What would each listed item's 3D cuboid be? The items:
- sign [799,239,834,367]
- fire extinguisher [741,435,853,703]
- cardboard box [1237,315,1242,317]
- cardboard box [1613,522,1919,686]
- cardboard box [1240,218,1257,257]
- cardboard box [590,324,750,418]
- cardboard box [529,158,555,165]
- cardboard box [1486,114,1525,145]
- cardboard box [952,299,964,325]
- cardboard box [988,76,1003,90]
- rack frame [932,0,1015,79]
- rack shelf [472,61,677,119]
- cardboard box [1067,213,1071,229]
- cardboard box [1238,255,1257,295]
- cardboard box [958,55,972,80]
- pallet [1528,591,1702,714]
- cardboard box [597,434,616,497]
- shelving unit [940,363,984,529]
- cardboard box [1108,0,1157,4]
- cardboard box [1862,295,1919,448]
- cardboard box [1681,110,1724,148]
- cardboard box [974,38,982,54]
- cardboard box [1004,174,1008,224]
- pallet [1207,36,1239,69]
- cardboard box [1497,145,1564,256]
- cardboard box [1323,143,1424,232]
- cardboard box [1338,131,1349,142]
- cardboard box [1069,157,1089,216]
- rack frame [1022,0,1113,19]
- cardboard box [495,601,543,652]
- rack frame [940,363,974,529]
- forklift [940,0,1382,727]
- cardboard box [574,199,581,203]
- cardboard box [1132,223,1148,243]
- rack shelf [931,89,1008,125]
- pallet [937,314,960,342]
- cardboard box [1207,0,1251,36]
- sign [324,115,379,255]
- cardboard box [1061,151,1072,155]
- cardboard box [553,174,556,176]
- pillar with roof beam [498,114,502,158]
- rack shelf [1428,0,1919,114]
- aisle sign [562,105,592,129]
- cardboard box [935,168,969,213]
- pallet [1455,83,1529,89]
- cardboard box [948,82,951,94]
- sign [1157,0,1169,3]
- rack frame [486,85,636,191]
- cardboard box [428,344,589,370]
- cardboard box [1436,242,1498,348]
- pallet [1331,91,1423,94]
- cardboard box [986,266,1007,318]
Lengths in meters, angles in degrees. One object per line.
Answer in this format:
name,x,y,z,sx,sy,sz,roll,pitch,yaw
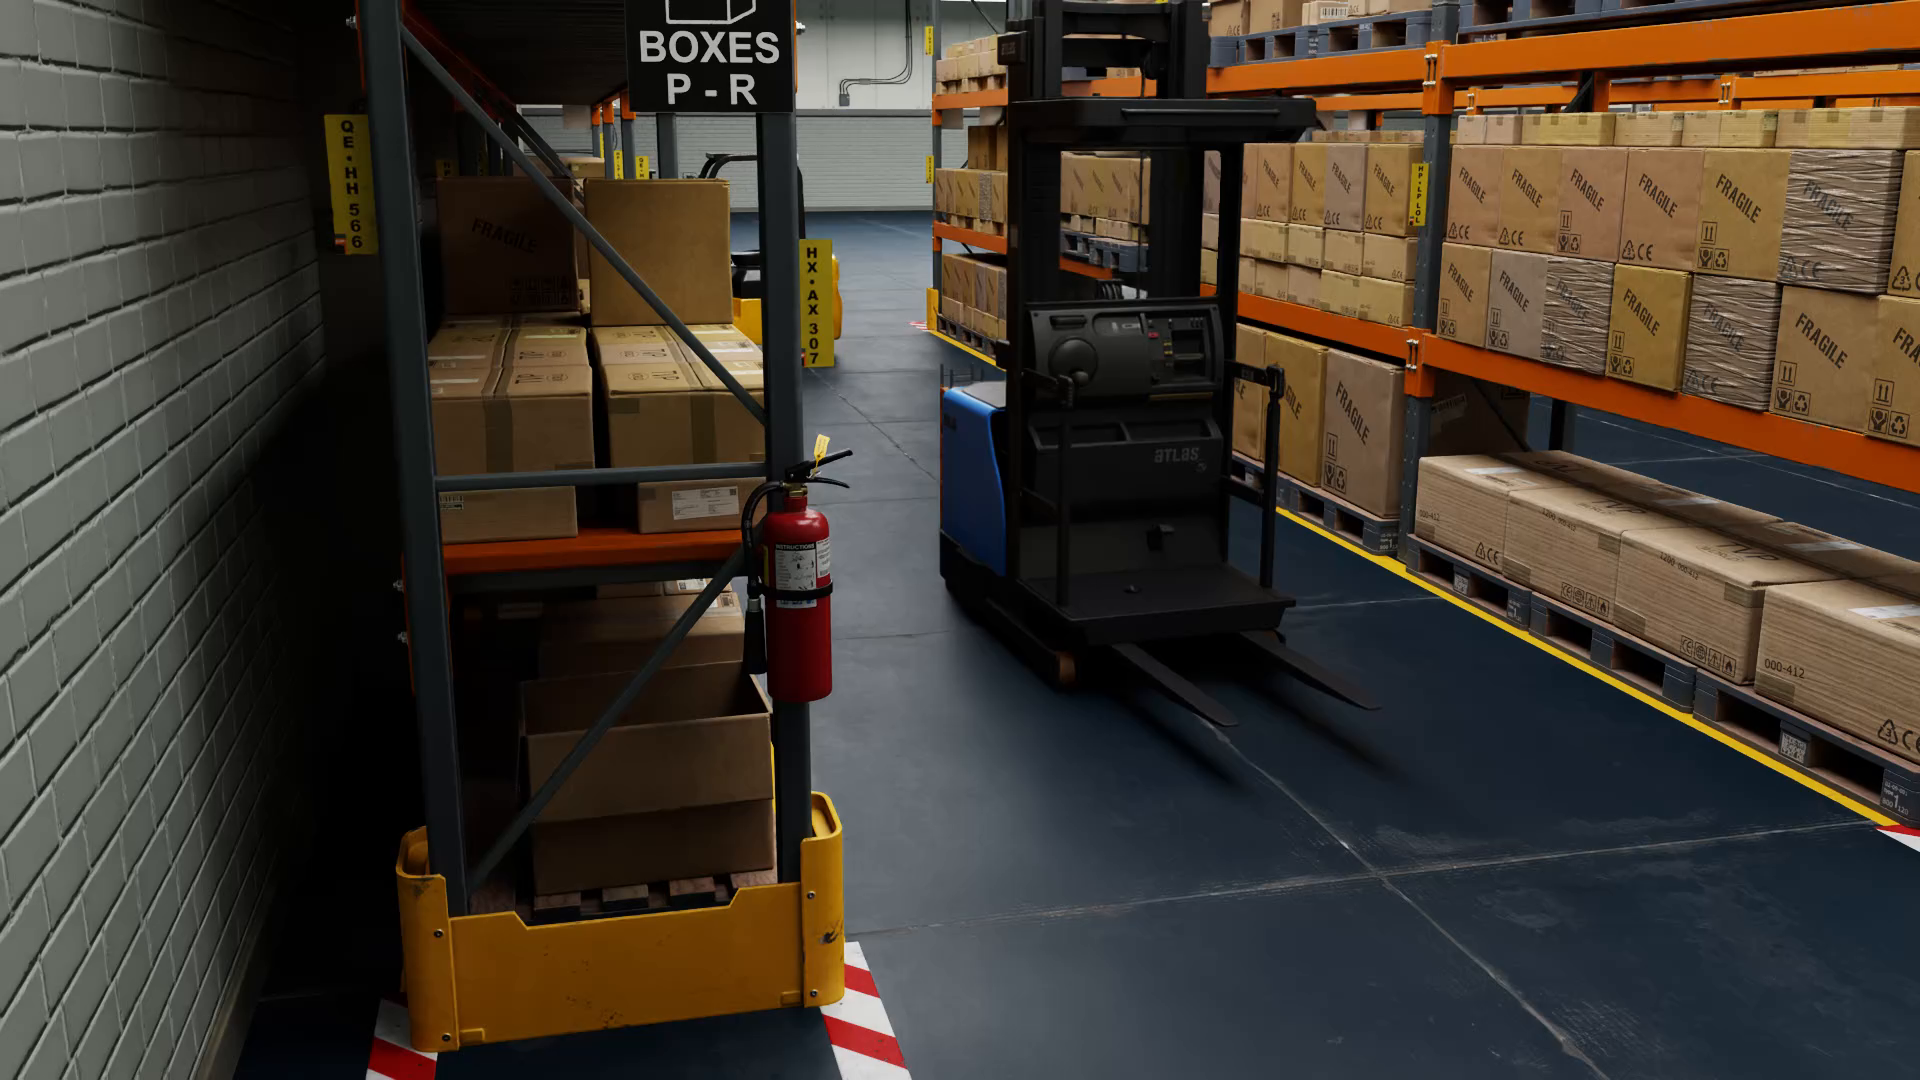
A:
sign,-0.375,-0.606,4.263,0.100,0.325,0.005,-3,14,-13
fire extinguisher,-0.419,0.072,4.262,0.296,0.674,0.183,-3,14,-13
cardboard box,2.124,-1.286,12.463,0.875,0.875,0.875,-3,14,-14
cardboard box,3.446,0.251,7.095,0.875,0.438,0.875,-3,14,-12
cardboard box,2.147,-2.083,11.394,0.500,0.250,0.500,-3,14,-13
cardboard box,-0.988,-0.580,5.668,0.500,0.250,0.500,-4,14,-14
cardboard box,-4.555,-4.025,17.879,0.380,0.149,0.250,-3,14,-11
cardboard box,2.880,-2.059,8.352,0.380,0.149,0.250,-3,14,-12
cardboard box,0.197,-2.672,19.454,0.500,0.250,0.500,-3,14,-11
cardboard box,0.505,-4.830,17.586,0.380,0.149,0.250,-3,14,-12
rack frame,0.164,-7.038,19.774,1.000,3.000,0.127,-3,14,-13
rack shelf,-2.312,-2.647,9.637,1.077,0.370,4.000,-3,14,-13
cardboard box,1.193,-2.900,15.121,0.380,0.149,0.250,-3,14,-13
cardboard box,2.168,-1.840,11.453,0.500,0.250,0.500,-3,14,-11
cardboard box,0.277,-5.287,18.617,0.500,0.250,0.500,-3,14,-12
pallet,3.375,0.461,7.596,1.003,0.211,1.213,-3,14,-13
cardboard box,-0.913,-0.239,5.115,0.380,0.149,0.250,-3,14,-14
shelving unit,0.013,-0.498,9.752,0.215,1.050,0.252,-3,14,-13
cardboard box,1.624,-4.671,14.785,0.500,0.250,0.500,-3,14,-12
cardboard box,3.551,-0.578,5.761,0.500,0.500,0.500,-3,14,-13
cardboard box,3.246,-1.707,6.908,0.380,0.149,0.250,-3,14,-11
cardboard box,0.360,-5.337,17.980,0.380,0.149,0.250,-3,14,-12
cardboard box,0.757,-3.483,17.025,0.500,0.500,0.500,-4,14,-15
pallet,2.245,-3.498,12.003,1.213,0.211,1.003,-3,14,-11
cardboard box,2.971,-1.650,8.041,0.500,0.500,0.500,-3,14,-14
cardboard box,2.504,-2.098,9.876,0.500,0.500,0.500,-3,14,-12
cardboard box,5.220,-4.811,20.707,0.875,0.550,0.550,-3,14,-13
cardboard box,1.287,-3.126,14.679,0.500,0.500,0.500,-4,14,-15
rack frame,1.103,-6.115,15.997,1.000,3.000,0.127,-3,14,-13
cardboard box,-1.815,0.369,7.220,0.380,0.149,0.250,-3,14,-14
rack frame,-0.016,-0.526,9.867,0.200,1.050,0.008,-3,14,-13
forklift,0.833,-0.884,7.369,1.130,2.935,3.031,-4,14,-17
cardboard box,-1.860,-1.574,8.954,0.700,0.500,0.500,-3,14,-13
cardboard box,1.604,-2.481,13.405,0.380,0.149,0.250,-3,14,-12
rack shelf,0.633,-4.770,18.327,1.077,0.370,4.000,-3,14,-13
pallet,0.338,-2.562,19.970,1.003,0.211,1.213,-3,14,-13
cardboard box,2.278,-3.911,12.192,0.797,0.503,0.637,-4,14,-17
sign,-1.447,-0.845,3.959,0.100,0.325,0.005,-3,14,-13
cardboard box,0.870,-3.785,16.010,0.380,0.149,0.250,-3,14,-13
cardboard box,-4.660,-4.005,18.422,0.380,0.149,0.250,-4,14,-14
pillar with roof beam,-2.597,-8.174,24.423,9.100,9.000,0.400,-3,14,-13
rack shelf,3.452,-2.002,6.996,1.077,0.370,4.000,-3,14,-13
aisle sign,-4.390,-5.141,19.171,0.394,0.787,0.004,-3,14,-13
cardboard box,0.005,-4.192,19.928,0.500,0.500,0.500,-4,14,-14
pallet,5.709,-5.104,18.363,1.003,0.211,1.213,-3,14,-13
cardboard box,0.075,-5.309,19.545,0.380,0.149,0.250,-4,14,-15
sign,1.515,-3.957,12.393,0.100,0.325,0.005,-3,14,-13
rack frame,-2.781,-2.001,11.796,1.000,3.000,0.127,-3,14,-13
cardboard box,-1.388,-0.437,5.086,0.500,0.250,0.500,-3,14,-13
cardboard box,2.838,-1.281,8.640,0.500,0.500,0.500,-3,14,-11
pallet,5.136,-5.667,20.667,1.003,0.211,1.213,-3,14,-13
cardboard box,0.582,-2.672,17.874,0.500,0.500,0.500,-3,14,-12
